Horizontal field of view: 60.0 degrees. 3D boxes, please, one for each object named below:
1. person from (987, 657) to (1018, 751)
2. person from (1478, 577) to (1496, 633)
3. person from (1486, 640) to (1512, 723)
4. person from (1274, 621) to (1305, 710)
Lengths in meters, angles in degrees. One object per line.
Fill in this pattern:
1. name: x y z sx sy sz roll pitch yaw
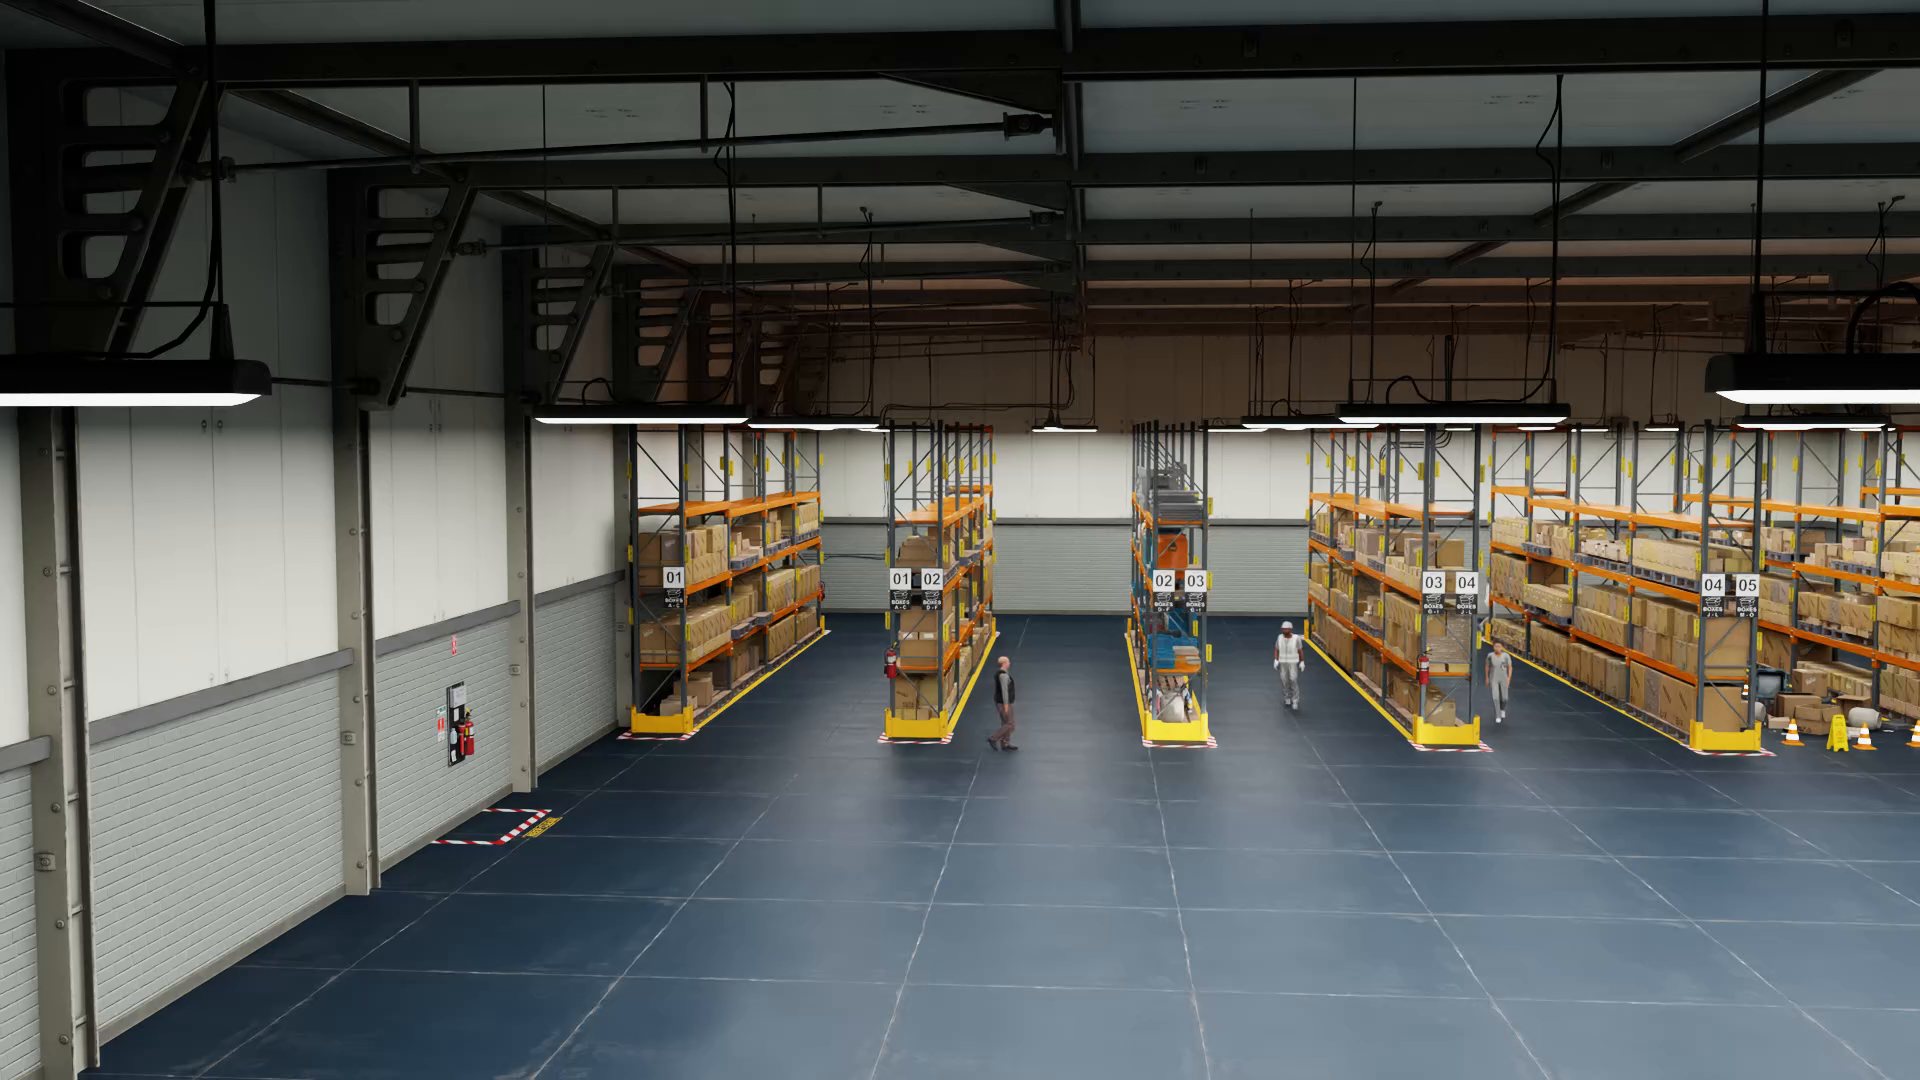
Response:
1. person: 0.764 2.955 29.974 0.608 1.712 0.555 -1 4 -10
2. person: 15.243 1.849 47.836 0.582 1.674 0.537 2 4 26
3. person: 10.776 2.808 33.278 0.501 1.634 0.608 1 4 16
4. person: 6.900 2.618 35.011 0.643 1.788 0.642 2 4 30
